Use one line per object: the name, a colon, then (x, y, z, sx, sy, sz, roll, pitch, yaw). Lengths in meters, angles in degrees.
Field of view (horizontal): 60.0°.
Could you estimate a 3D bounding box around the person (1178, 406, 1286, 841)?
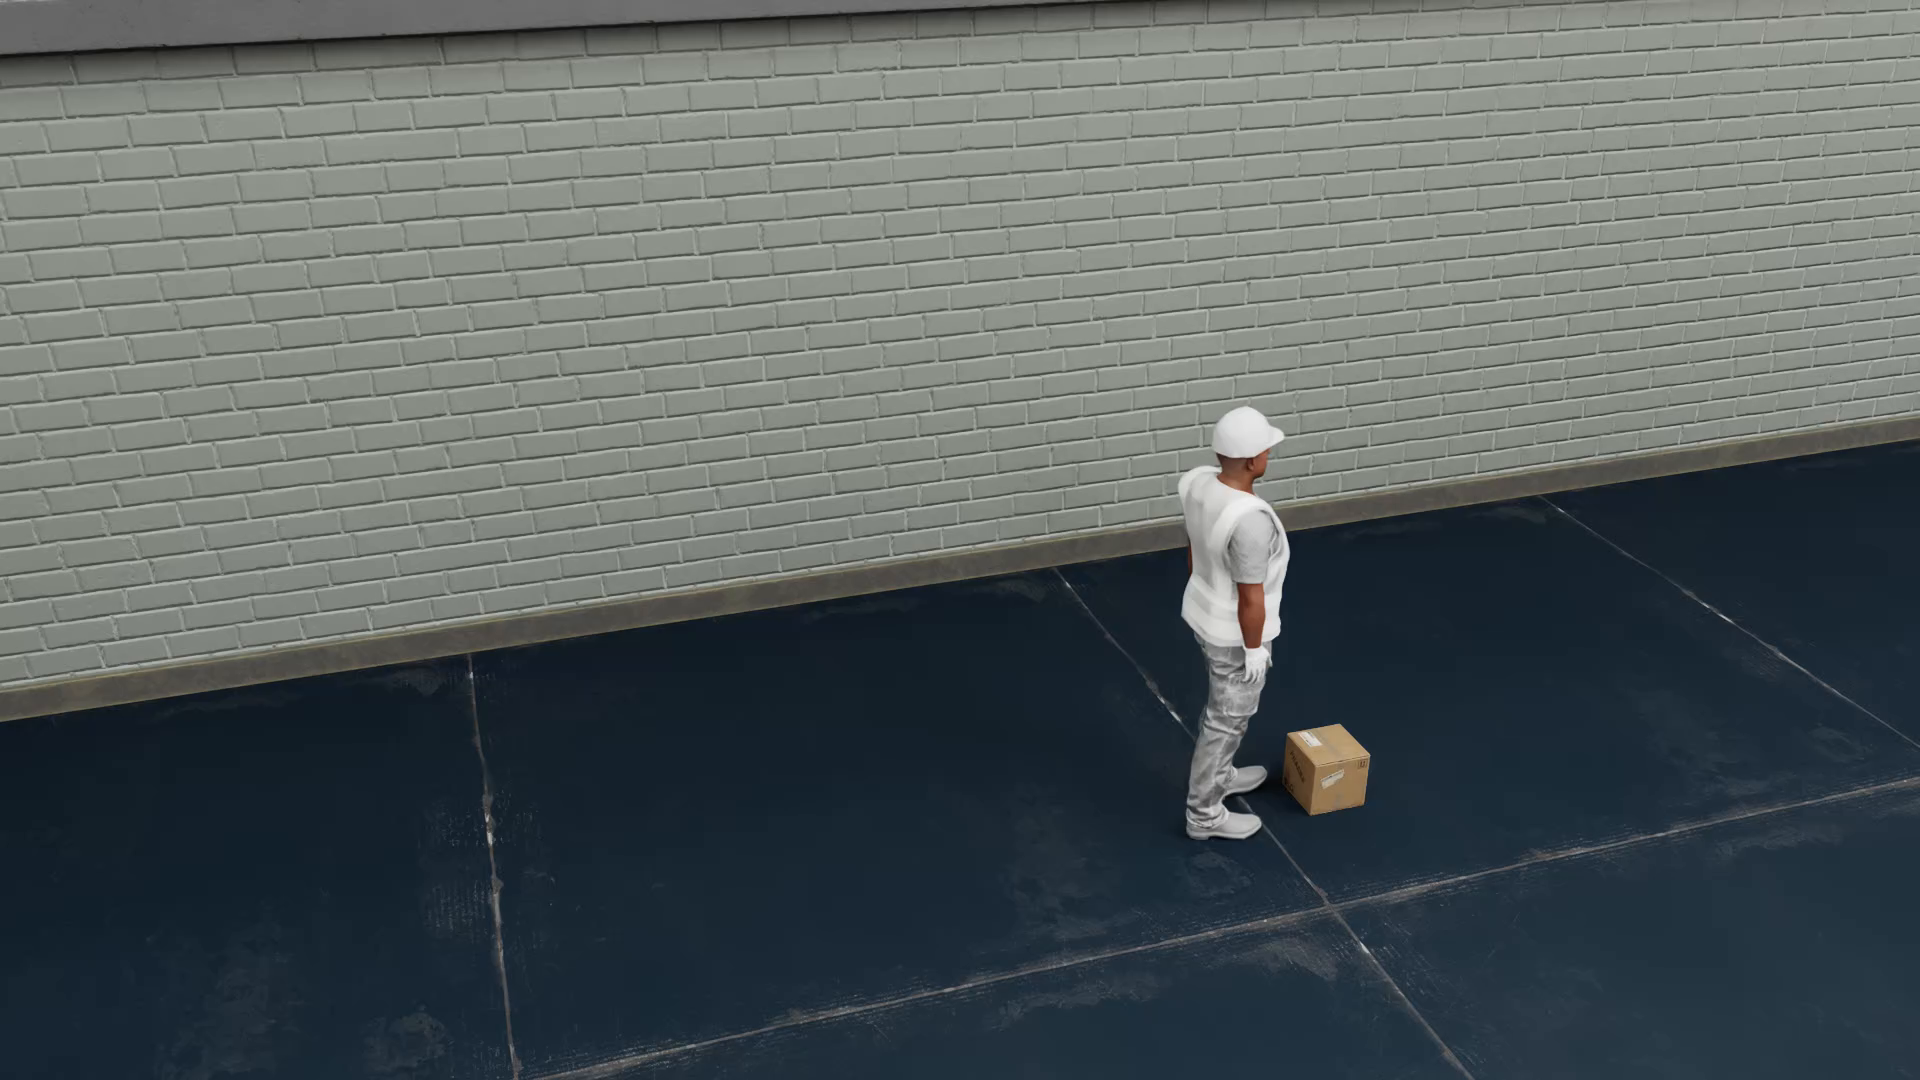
person: (1.099, 0.317, 6.449, 0.480, 1.788, 0.556, -8, 27, -15)
